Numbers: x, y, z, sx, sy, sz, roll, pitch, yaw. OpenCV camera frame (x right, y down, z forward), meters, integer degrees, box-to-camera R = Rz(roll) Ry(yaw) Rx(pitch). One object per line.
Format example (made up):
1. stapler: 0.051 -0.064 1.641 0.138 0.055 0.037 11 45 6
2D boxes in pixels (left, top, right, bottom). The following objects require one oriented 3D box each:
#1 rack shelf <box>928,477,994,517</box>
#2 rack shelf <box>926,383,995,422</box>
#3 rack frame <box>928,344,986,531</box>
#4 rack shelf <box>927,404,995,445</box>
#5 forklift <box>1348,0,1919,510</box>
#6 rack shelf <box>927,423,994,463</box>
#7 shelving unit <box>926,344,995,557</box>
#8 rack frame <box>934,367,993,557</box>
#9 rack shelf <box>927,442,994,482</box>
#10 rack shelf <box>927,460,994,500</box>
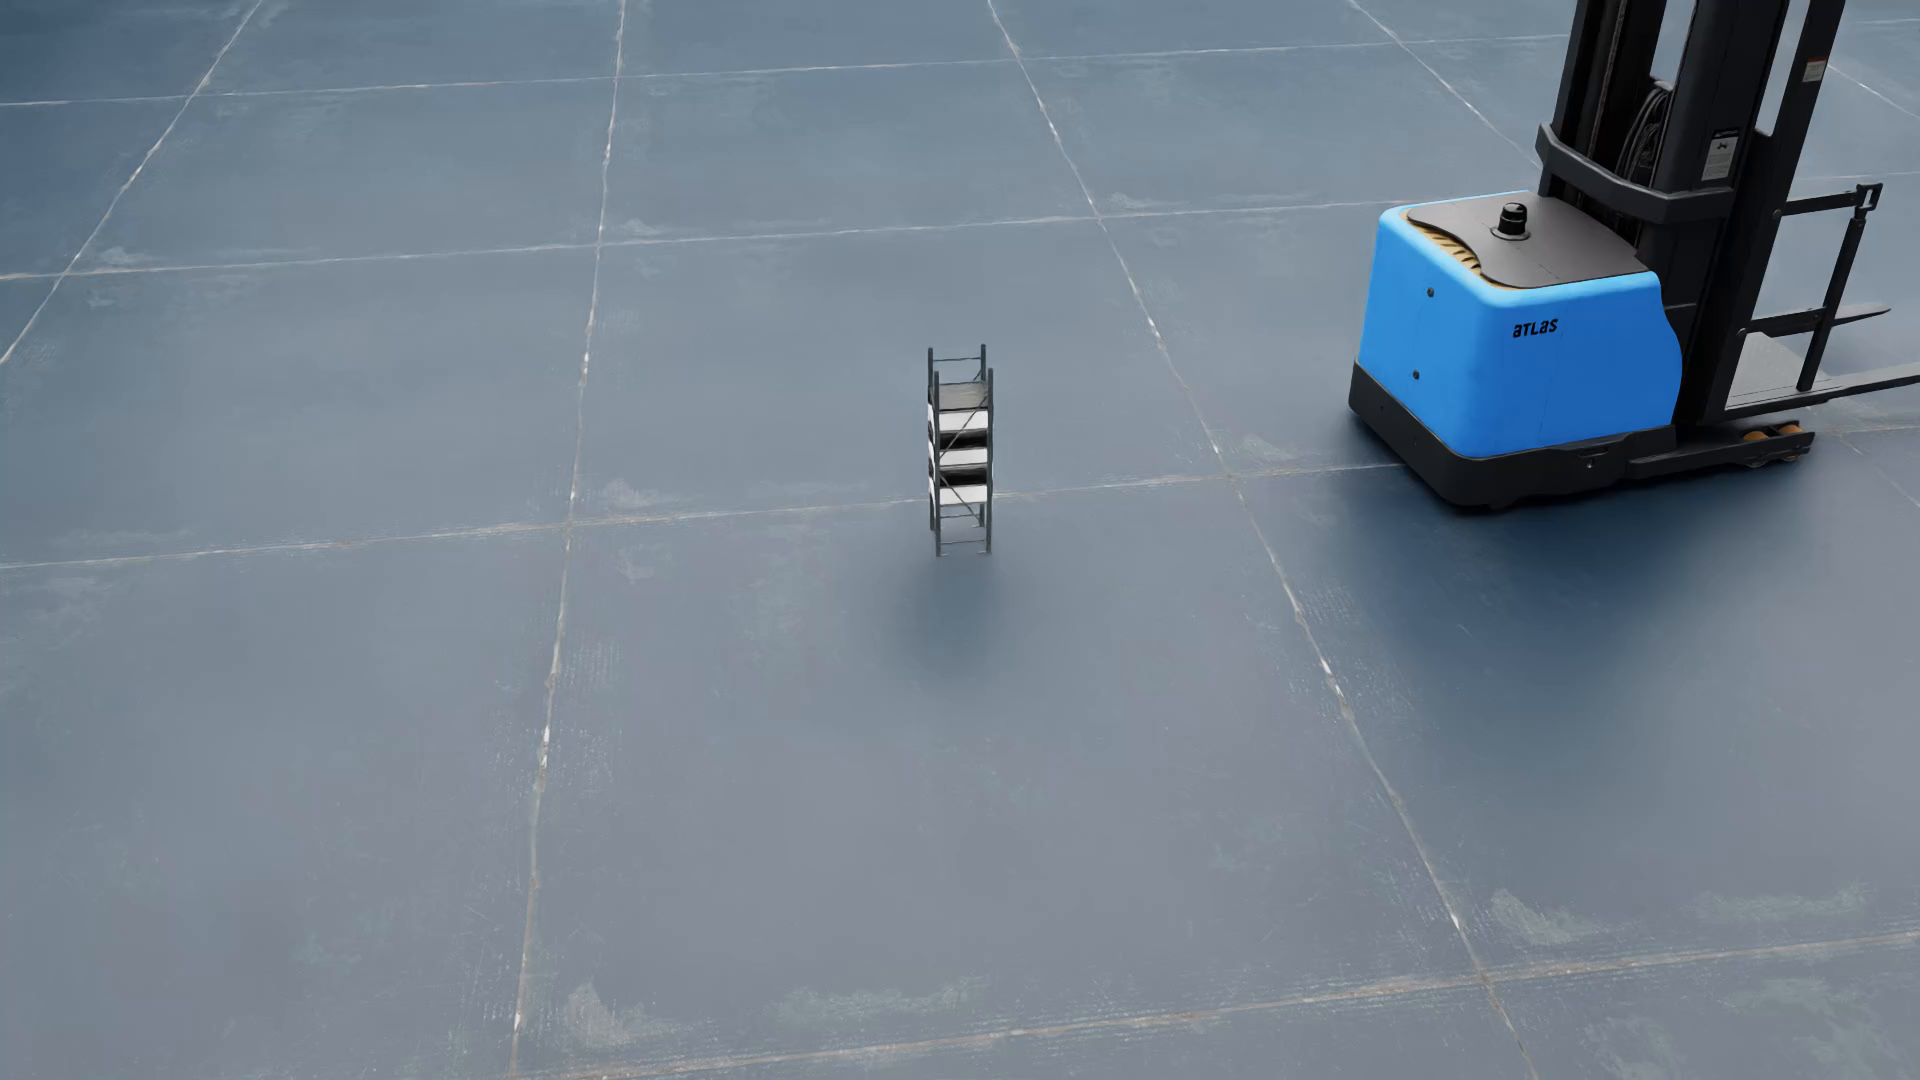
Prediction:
1. rack shelf: 0.001 -0.191 7.110 0.258 0.077 0.200 -4 35 -6
2. rack shelf: 0.001 -0.563 6.857 0.258 0.077 0.200 -4 35 -6
3. rack frame: -0.013 -0.424 7.073 0.240 0.900 0.006 -4 35 -6
4. rack shelf: 0.001 -0.489 6.907 0.258 0.077 0.200 -4 35 -6
5. forklift: 3.464 -1.823 7.322 3.031 2.935 1.130 -10 36 -14
6. rack shelf: 0.001 -0.414 6.958 0.258 0.077 0.200 -4 35 -6
7. shelving unit: 0.001 -0.367 6.990 0.258 0.900 0.210 -4 35 -6
8. rack frame: 0.015 -0.311 6.907 0.240 0.900 0.006 -4 35 -6
9. rack shelf: 0.001 -0.340 7.009 0.258 0.077 0.200 -4 35 -6
10. rack shelf: 0.001 -0.265 7.059 0.258 0.077 0.200 -4 35 -6
